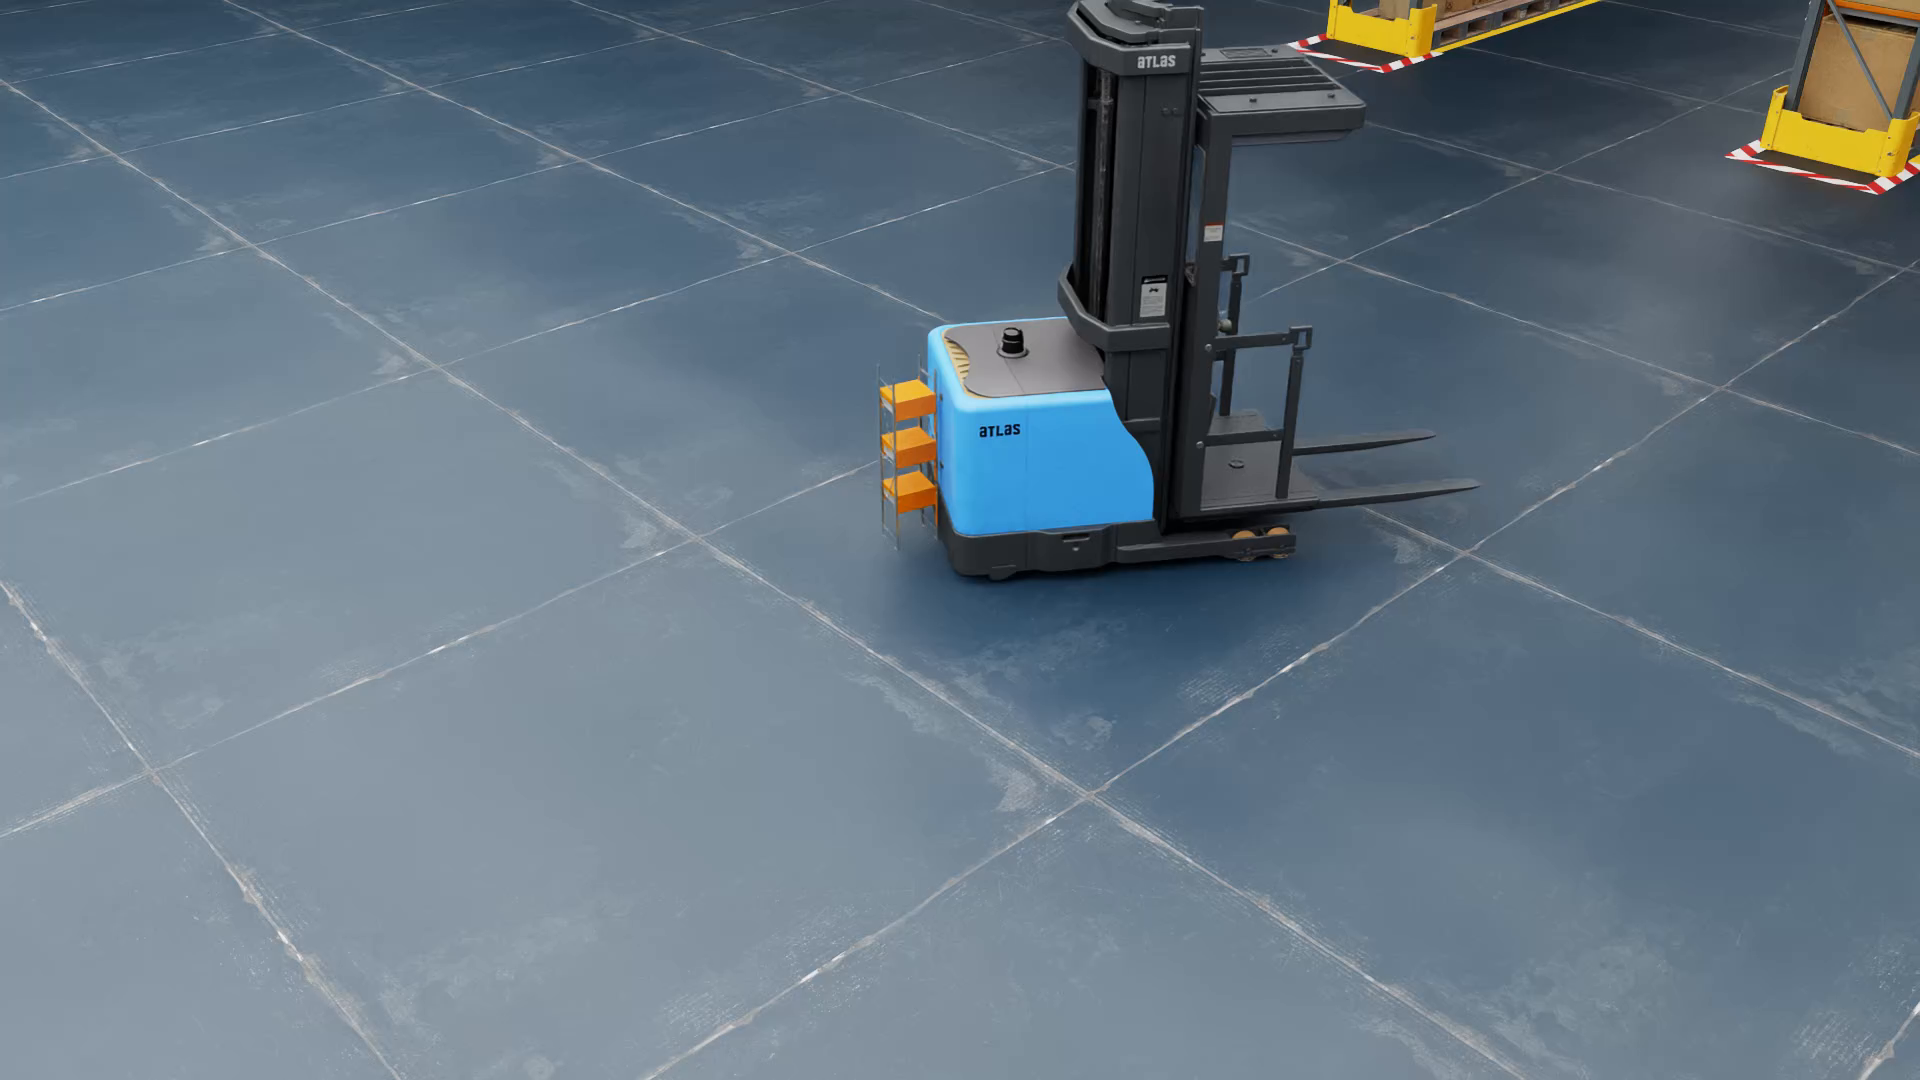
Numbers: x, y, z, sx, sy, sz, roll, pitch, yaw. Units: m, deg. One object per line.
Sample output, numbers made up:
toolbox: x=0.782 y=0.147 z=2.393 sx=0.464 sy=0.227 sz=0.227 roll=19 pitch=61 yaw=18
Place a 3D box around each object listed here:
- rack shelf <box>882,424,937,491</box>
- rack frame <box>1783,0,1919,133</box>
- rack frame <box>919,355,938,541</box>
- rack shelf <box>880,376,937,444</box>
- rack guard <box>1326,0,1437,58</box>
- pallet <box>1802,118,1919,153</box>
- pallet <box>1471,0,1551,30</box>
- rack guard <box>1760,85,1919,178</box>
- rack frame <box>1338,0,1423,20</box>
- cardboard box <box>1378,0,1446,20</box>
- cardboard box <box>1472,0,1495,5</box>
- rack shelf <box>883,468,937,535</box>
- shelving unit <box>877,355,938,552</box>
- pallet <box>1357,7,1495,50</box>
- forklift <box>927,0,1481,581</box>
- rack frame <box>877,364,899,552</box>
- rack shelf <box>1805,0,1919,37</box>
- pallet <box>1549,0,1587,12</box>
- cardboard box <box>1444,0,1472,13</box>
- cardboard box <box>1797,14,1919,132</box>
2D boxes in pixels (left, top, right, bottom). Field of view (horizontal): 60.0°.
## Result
rack shelf: x=-0.279 y=-0.451 z=9.002 sx=0.240 sy=0.259 sz=0.215 roll=-15 pitch=35 yaw=-23
rack frame: x=7.771 y=-4.692 z=14.048 sx=0.127 sy=3.000 sz=1.000 roll=-26 pitch=40 yaw=-35
rack frame: x=-0.171 y=-0.490 z=9.044 sx=0.008 sy=1.050 sz=0.200 roll=-15 pitch=35 yaw=-23
rack shelf: x=-0.279 y=-0.693 z=8.854 sx=0.240 sy=0.259 sz=0.215 roll=-15 pitch=35 yaw=-23
rack guard: x=4.528 y=-5.586 z=17.906 sx=0.348 sy=0.500 sz=1.175 roll=-26 pitch=40 yaw=-35
pallet: x=8.304 y=-3.816 z=15.289 sx=1.213 sy=0.211 sz=1.003 roll=-26 pitch=40 yaw=-35
pallet: x=6.042 y=-6.168 z=19.135 sx=1.213 sy=0.211 sz=1.003 roll=-26 pitch=40 yaw=-35
rack guard: x=7.753 y=-3.617 z=14.686 sx=0.348 sy=0.500 sz=1.175 roll=-26 pitch=40 yaw=-35
rack frame: x=4.472 y=-6.626 z=17.210 sx=0.127 sy=3.000 sz=1.000 roll=-26 pitch=40 yaw=-35
cardboard box: x=4.942 y=-5.953 z=18.104 sx=0.500 sy=0.500 sz=0.500 roll=-18 pitch=36 yaw=-27
cardboard box: x=5.829 y=-6.393 z=18.824 sx=0.500 sy=0.500 sz=0.500 roll=-22 pitch=38 yaw=-31
rack shelf: x=-0.279 y=-0.214 z=9.147 sx=0.240 sy=0.259 sz=0.215 roll=-15 pitch=35 yaw=-23
shelving unit: x=-0.279 y=-0.460 z=8.996 sx=0.252 sy=1.050 sz=0.215 roll=-15 pitch=35 yaw=-23
pallet: x=5.148 y=-5.737 z=18.431 sx=1.213 sy=0.211 sz=1.003 roll=-26 pitch=40 yaw=-35
forklift: x=1.377 y=-1.399 z=8.728 sx=3.031 sy=2.935 sz=1.130 roll=-5 pitch=32 yaw=-9
rack frame: x=-0.387 y=-0.431 z=8.948 sx=0.008 sy=1.050 sz=0.200 roll=-15 pitch=35 yaw=-23
rack shelf: x=9.237 y=-5.095 z=15.396 sx=4.000 sy=0.370 sz=1.077 roll=-26 pitch=40 yaw=-35
pallet: x=6.937 y=-6.603 z=19.846 sx=1.213 sy=0.211 sz=1.003 roll=-26 pitch=40 yaw=-35
cardboard box: x=5.357 y=-6.179 z=18.472 sx=0.500 sy=0.500 sz=0.500 roll=-15 pitch=35 yaw=-23
cardboard box: x=8.223 y=-4.231 z=14.928 sx=0.875 sy=0.875 sz=0.875 roll=-26 pitch=40 yaw=-35
